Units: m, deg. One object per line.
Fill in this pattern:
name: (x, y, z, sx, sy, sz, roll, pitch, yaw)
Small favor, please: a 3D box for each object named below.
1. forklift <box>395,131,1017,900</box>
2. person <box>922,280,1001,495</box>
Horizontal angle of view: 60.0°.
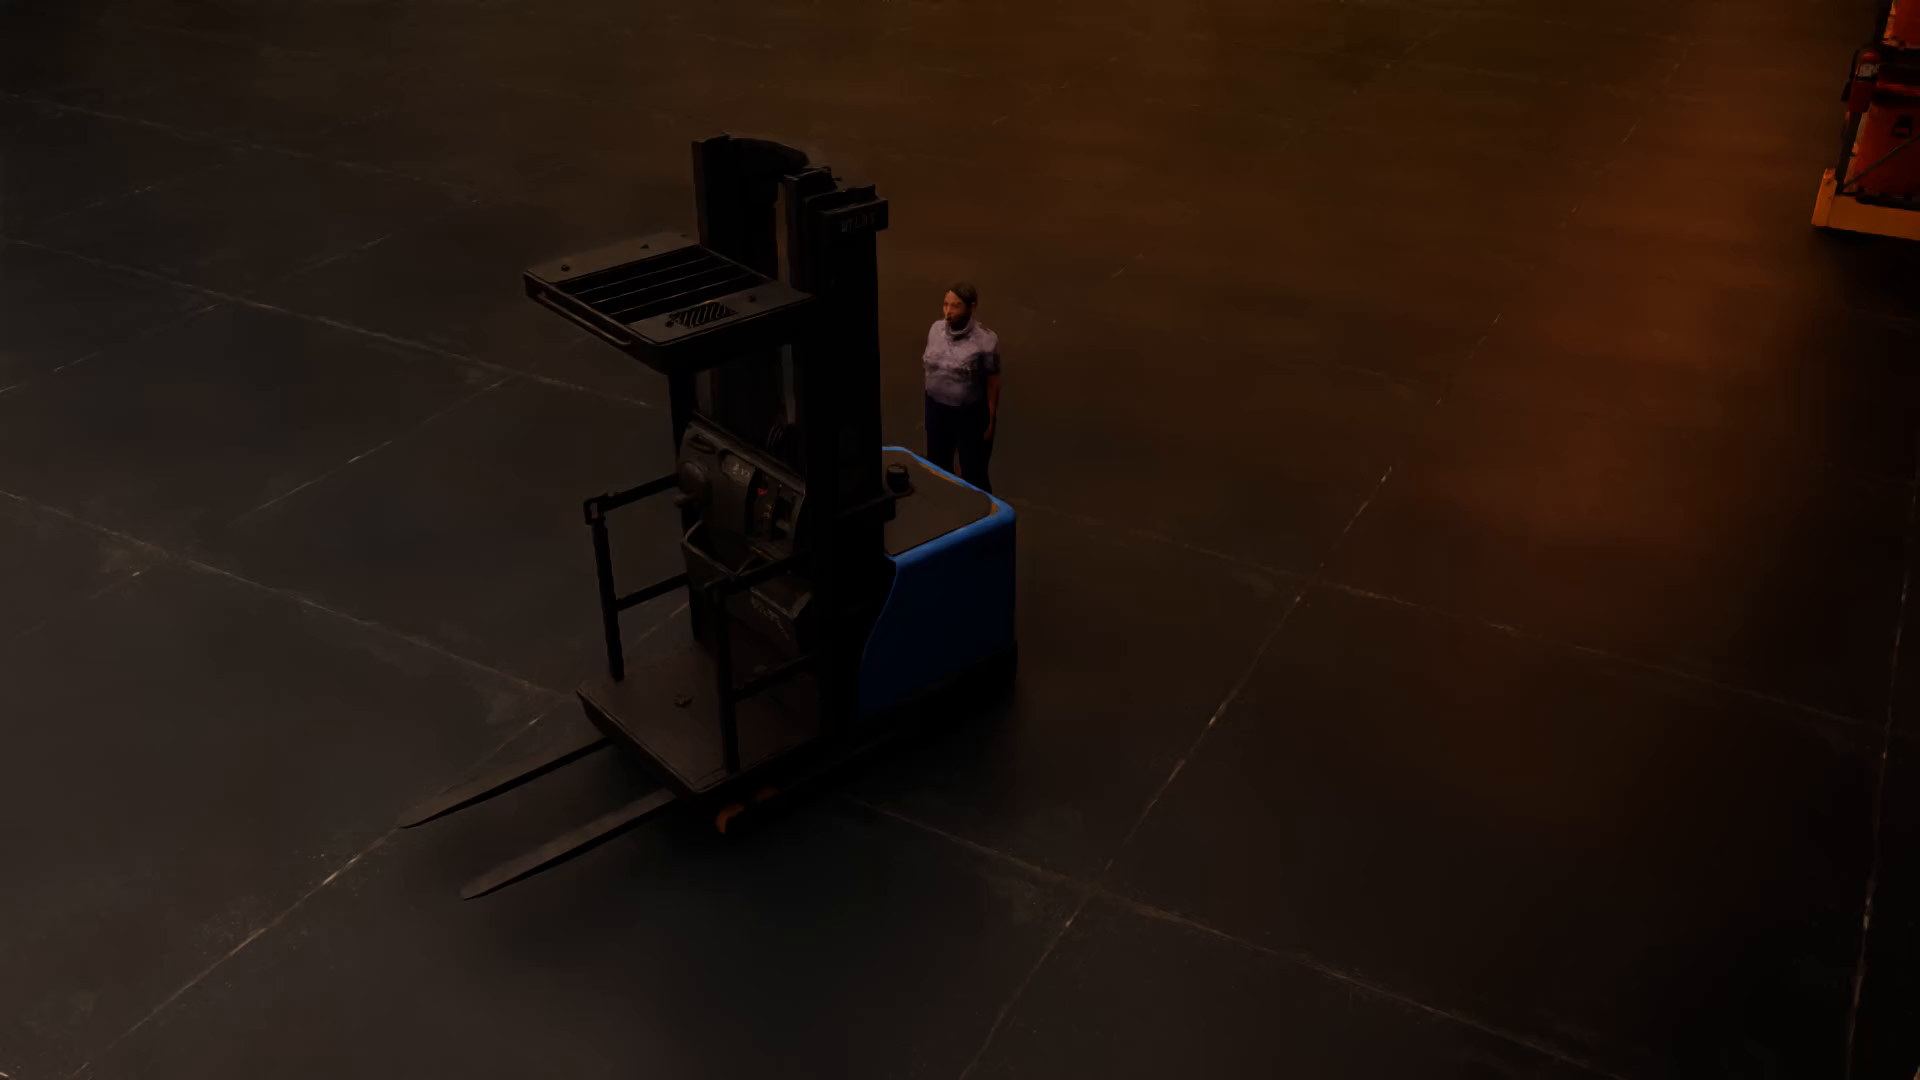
forklift: (-1.151, -0.195, 7.409, 3.031, 2.935, 1.130, -24, 37, -35)
person: (-0.014, -0.707, 9.584, 0.480, 1.653, 0.349, 15, 33, 25)
